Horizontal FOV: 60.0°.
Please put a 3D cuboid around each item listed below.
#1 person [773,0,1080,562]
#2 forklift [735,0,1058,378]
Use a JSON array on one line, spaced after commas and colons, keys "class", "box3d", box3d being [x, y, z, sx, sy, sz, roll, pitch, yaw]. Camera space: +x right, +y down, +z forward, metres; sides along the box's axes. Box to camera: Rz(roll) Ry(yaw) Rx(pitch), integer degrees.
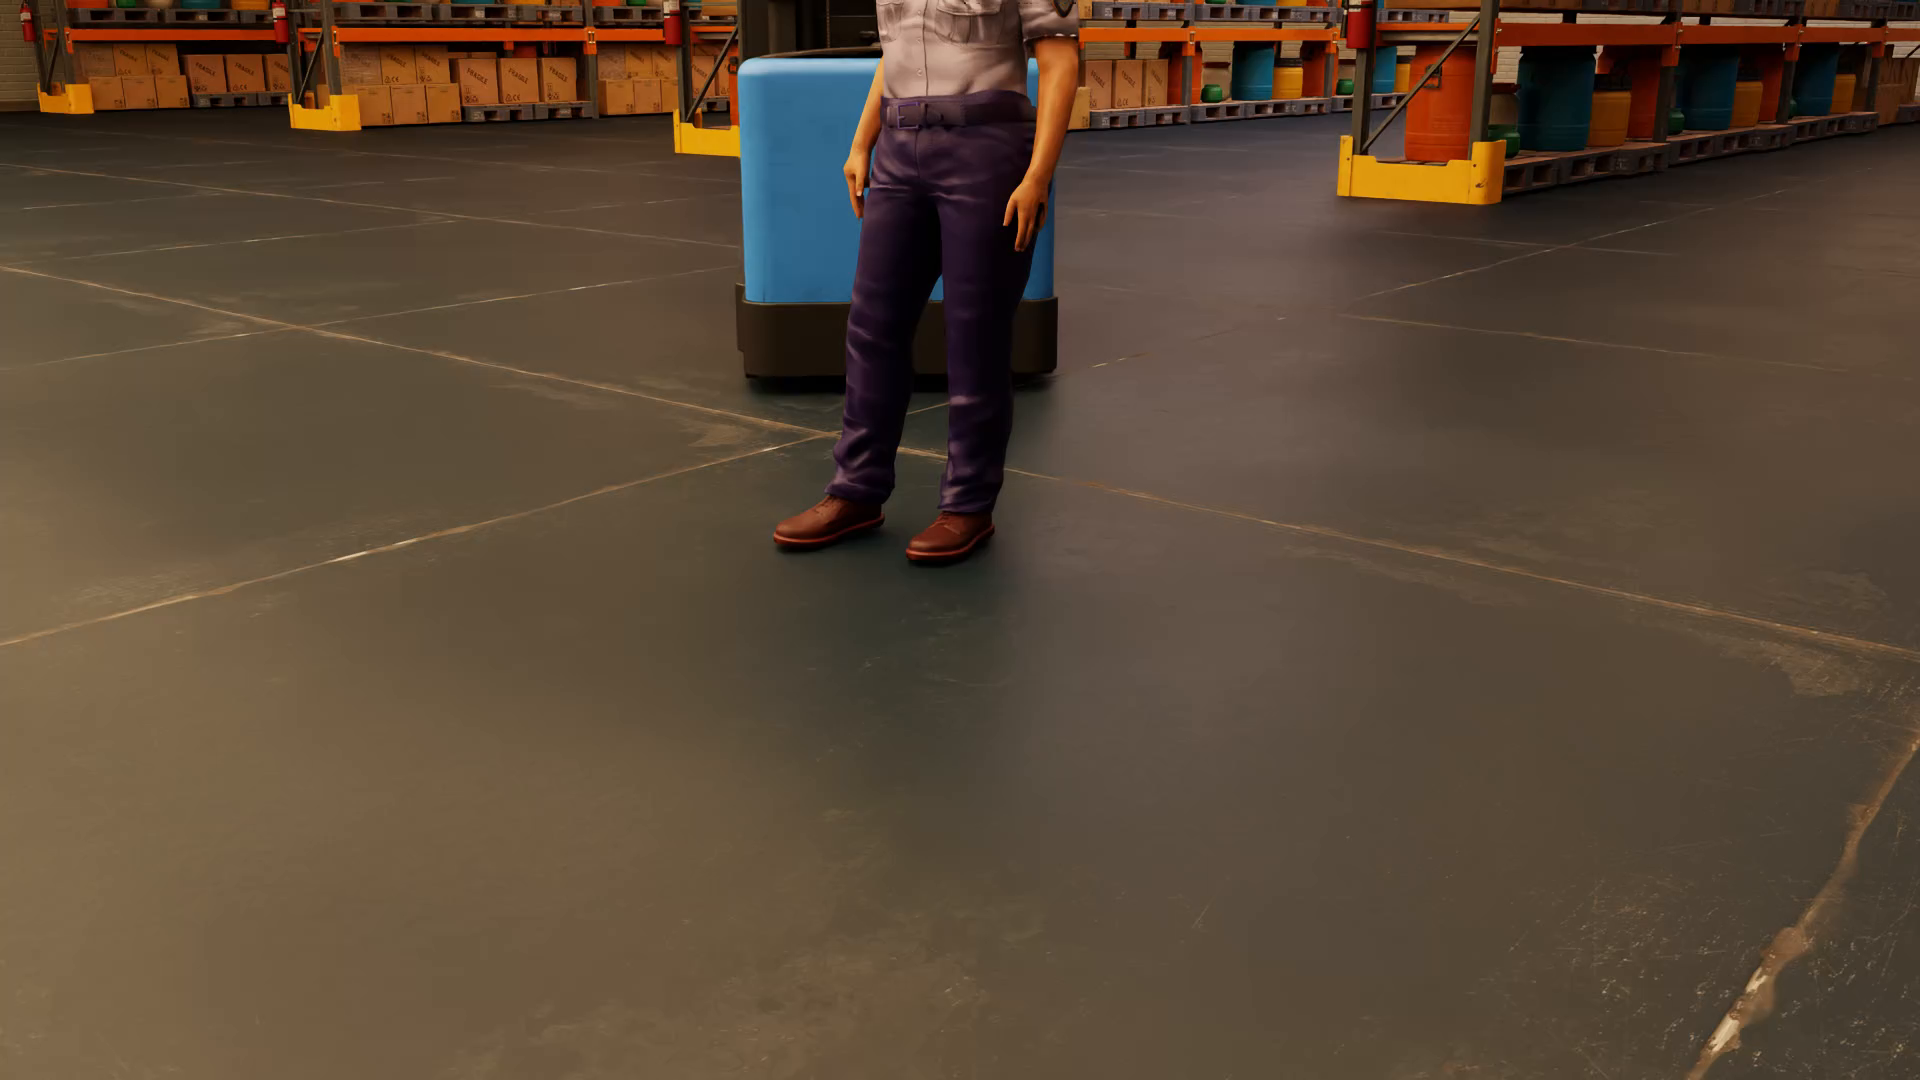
[{"class": "person", "box3d": [-0.074, -0.780, 3.648, 0.599, 1.650, 0.503, 13, 21, 37]}, {"class": "forklift", "box3d": [-0.313, -2.317, 6.528, 1.130, 2.935, 3.031, -1, 17, -5]}]
